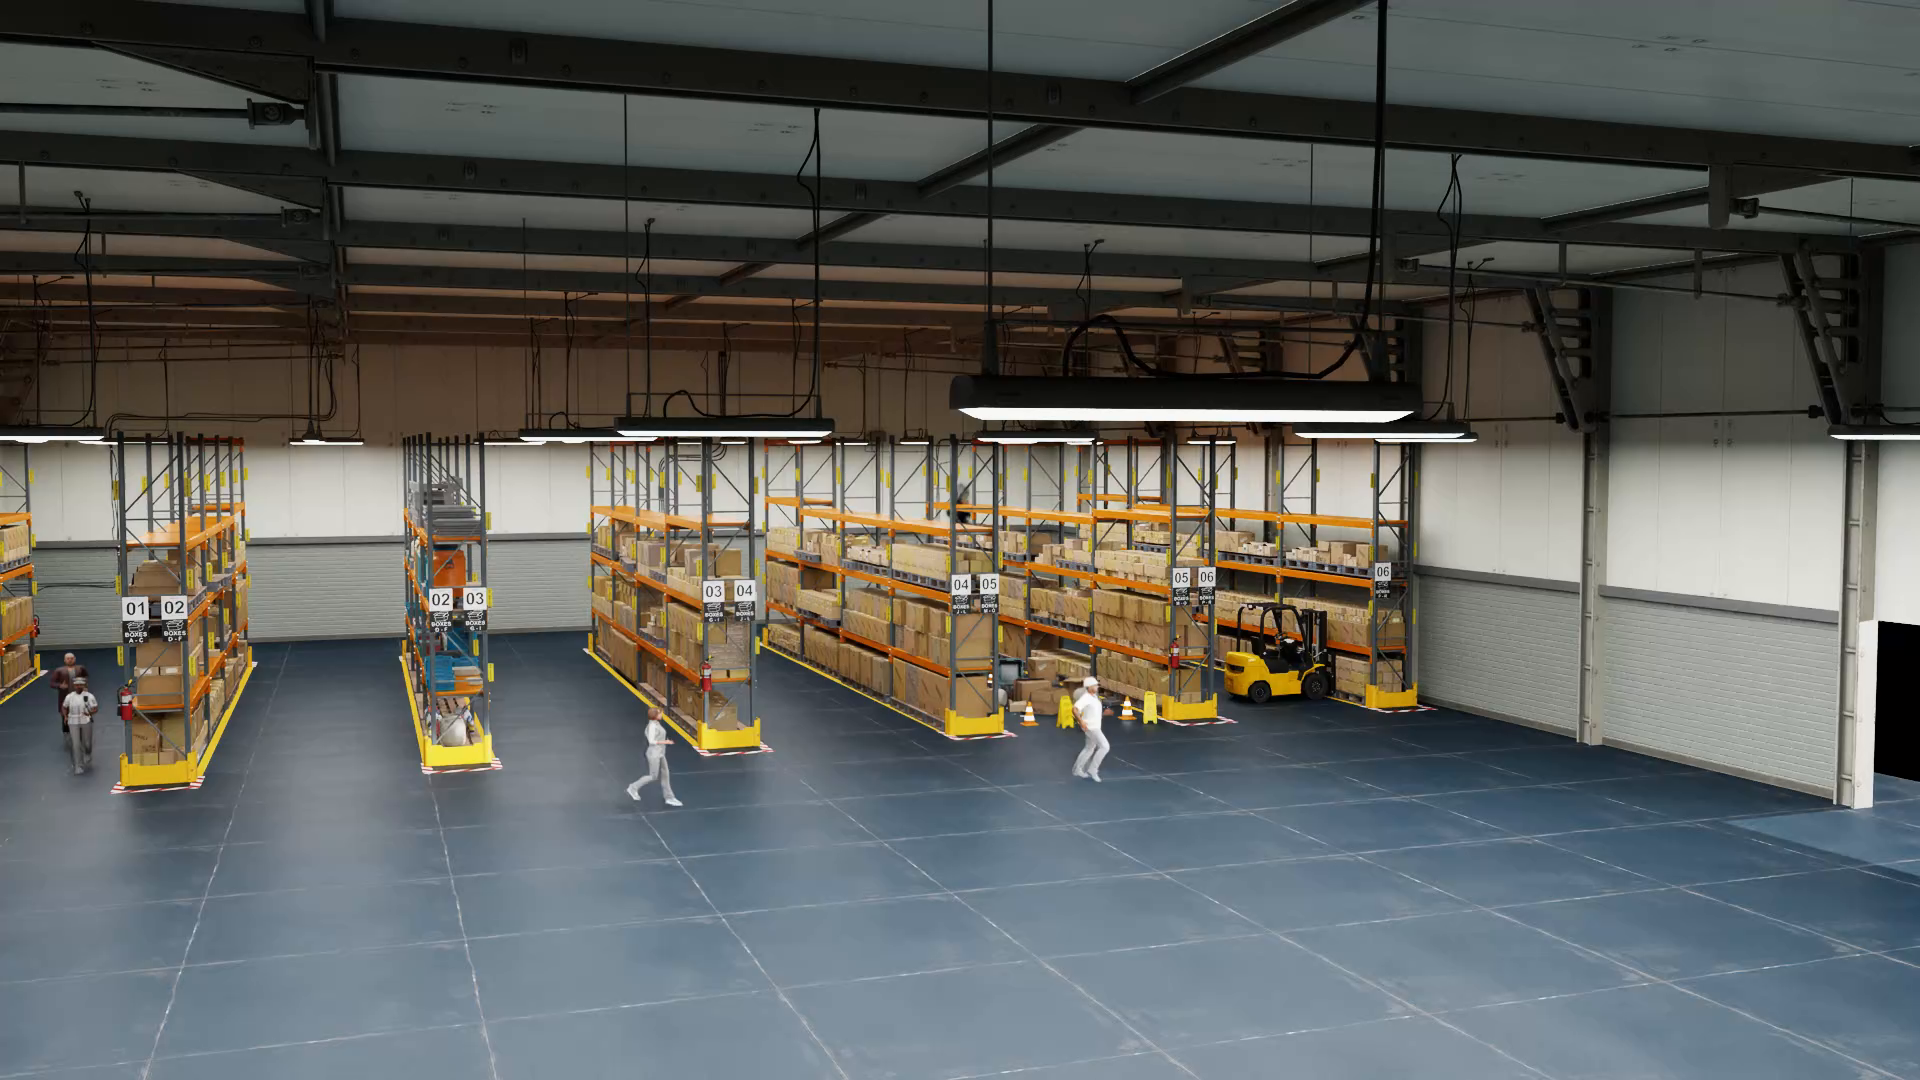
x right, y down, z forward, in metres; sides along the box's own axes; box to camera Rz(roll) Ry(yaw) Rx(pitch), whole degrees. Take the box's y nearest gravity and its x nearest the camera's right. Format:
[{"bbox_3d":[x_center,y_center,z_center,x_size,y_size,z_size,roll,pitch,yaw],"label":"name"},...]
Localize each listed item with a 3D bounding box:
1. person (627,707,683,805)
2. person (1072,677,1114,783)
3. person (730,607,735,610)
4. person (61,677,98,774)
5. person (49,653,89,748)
[{"bbox_3d":[-4.861,3.441,26.453,0.877,1.592,0.522,0,3,2],"label":"person"},{"bbox_3d":[2.279,3.260,28.565,0.728,1.801,0.671,1,3,10],"label":"person"},{"bbox_3d":[-6.715,2.196,48.842,0.793,1.707,0.642,2,4,36],"label":"person"},{"bbox_3d":[-15.579,3.250,29.436,0.588,1.669,0.819,-2,4,-26],"label":"person"},{"bbox_3d":[-17.002,3.042,31.798,0.708,1.773,1.042,-2,4,-35],"label":"person"}]
